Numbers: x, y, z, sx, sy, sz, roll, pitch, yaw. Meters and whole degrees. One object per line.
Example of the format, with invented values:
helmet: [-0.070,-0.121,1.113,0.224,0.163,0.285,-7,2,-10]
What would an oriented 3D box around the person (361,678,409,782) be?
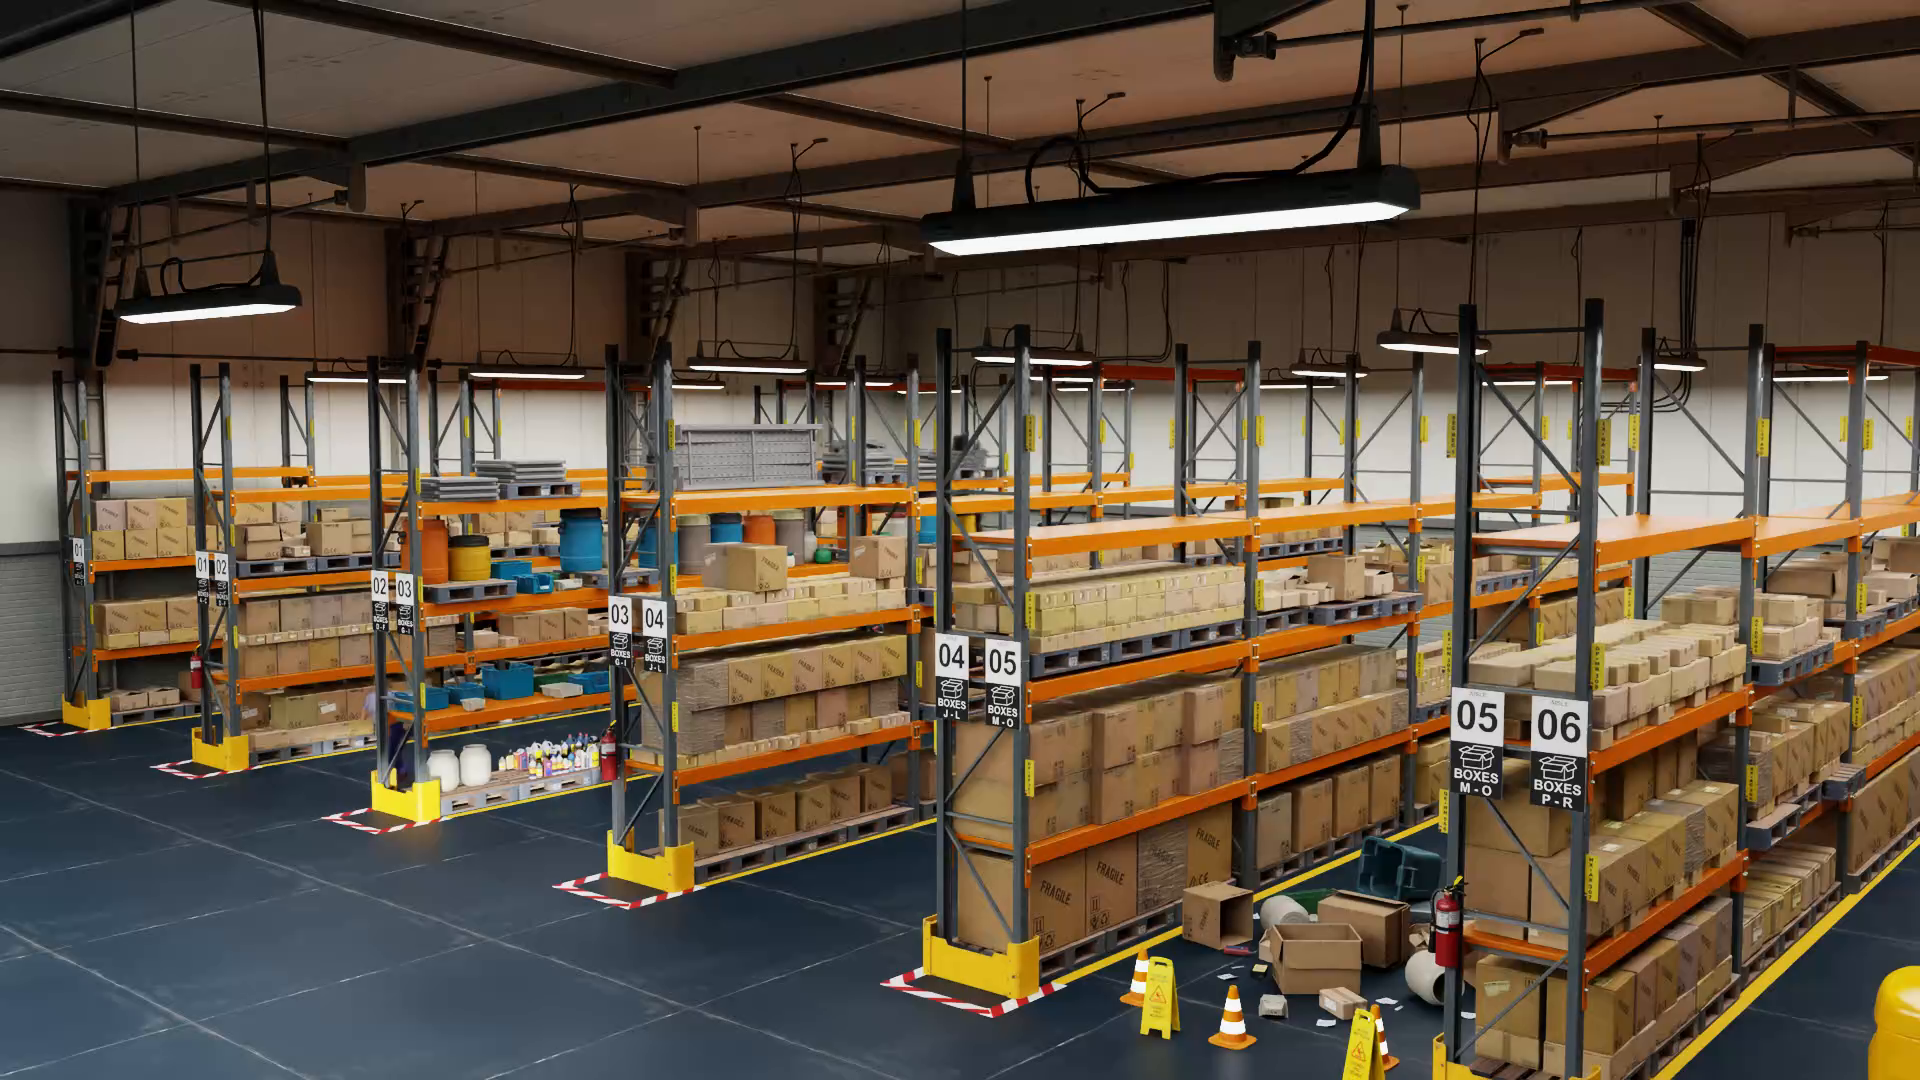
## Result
person: [-8.005,2.688,23.254,0.612,1.648,0.919,1,4,20]

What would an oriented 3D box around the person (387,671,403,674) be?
person: [-10.382,2.142,30.466,0.709,1.697,0.806,-1,4,-12]
